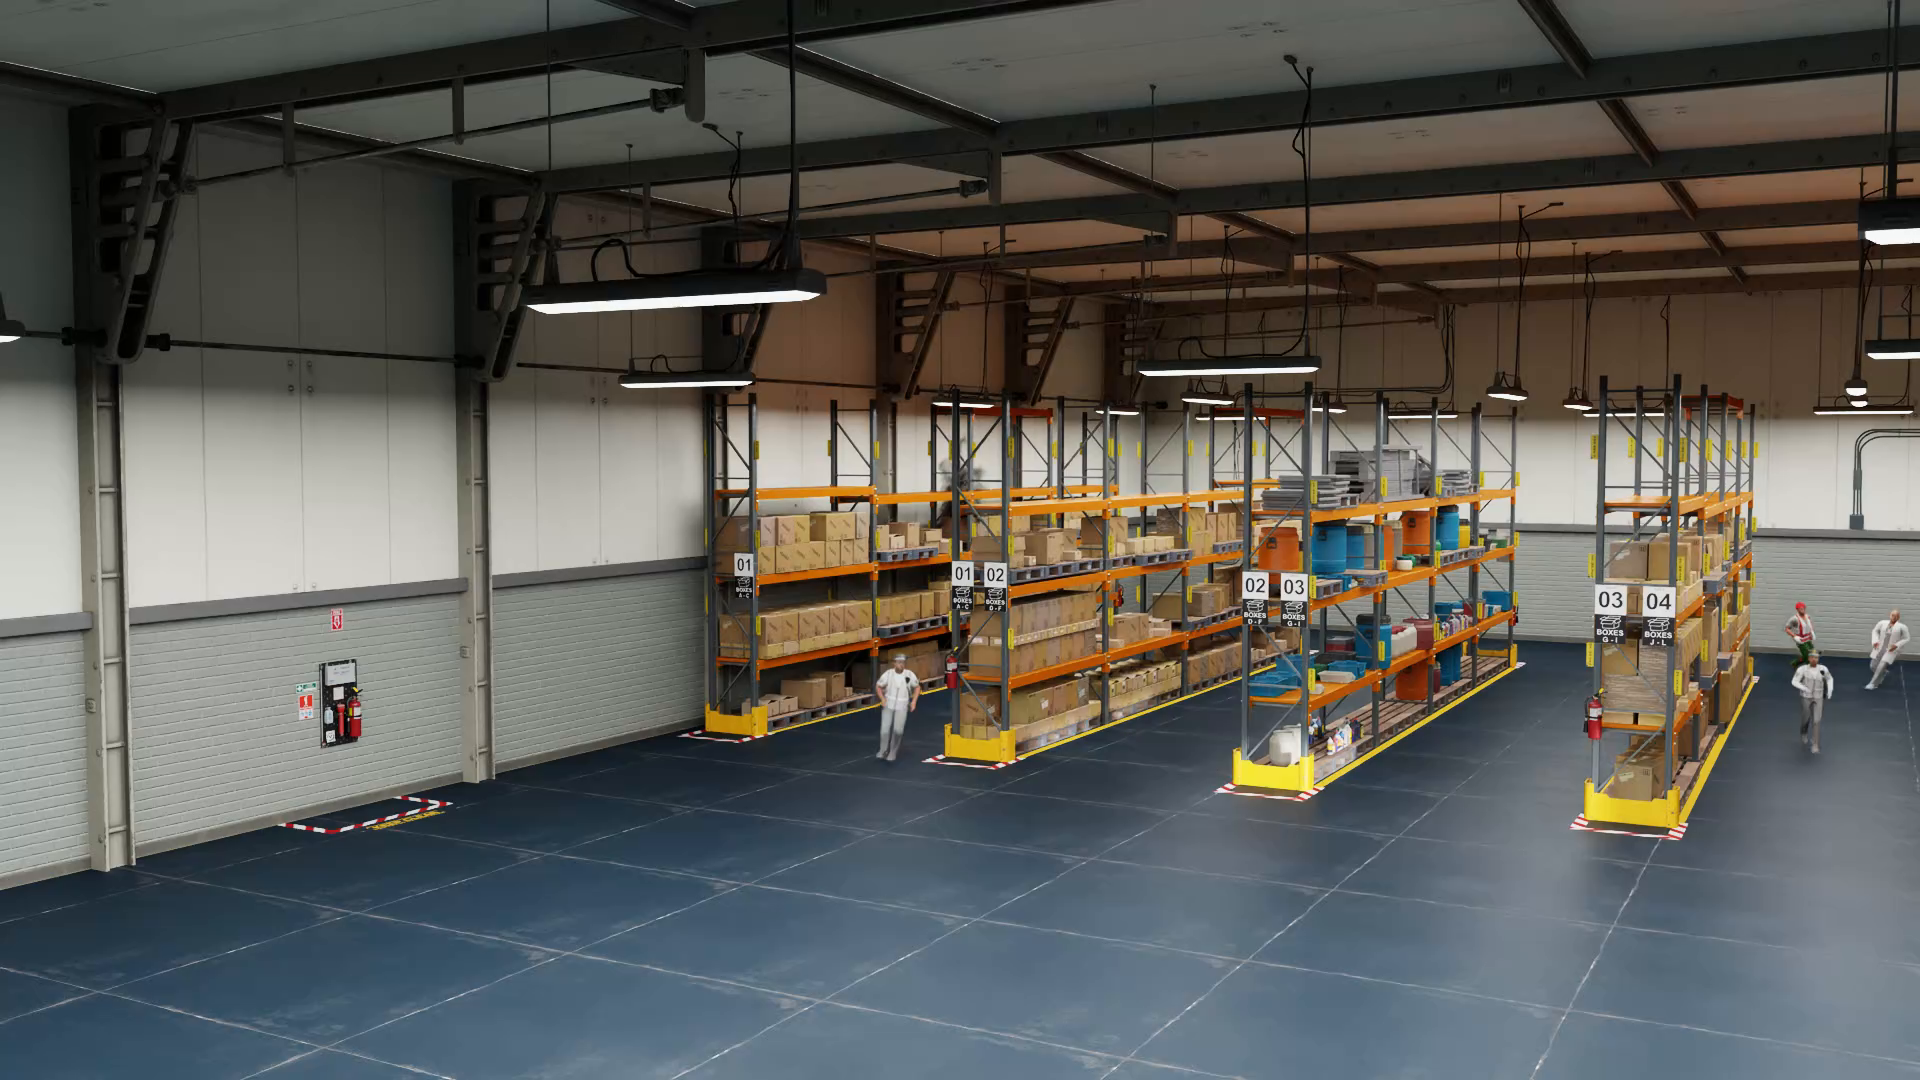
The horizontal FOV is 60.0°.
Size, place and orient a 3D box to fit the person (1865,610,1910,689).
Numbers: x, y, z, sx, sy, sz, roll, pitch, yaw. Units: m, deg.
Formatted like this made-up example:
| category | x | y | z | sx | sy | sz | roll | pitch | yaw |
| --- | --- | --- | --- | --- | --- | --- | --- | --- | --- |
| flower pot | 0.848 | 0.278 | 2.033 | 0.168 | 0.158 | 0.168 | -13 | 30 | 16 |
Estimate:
| category | x | y | z | sx | sy | sz | roll | pitch | yaw |
| --- | --- | --- | --- | --- | --- | --- | --- | --- | --- |
| person | 19.384 | 2.288 | 34.669 | 0.671 | 1.676 | 0.763 | -3 | 4 | -42 |

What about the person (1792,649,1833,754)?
| category | x | y | z | sx | sy | sz | roll | pitch | yaw |
| --- | --- | --- | --- | --- | --- | --- | --- | --- | --- |
| person | 14.233 | 2.659 | 27.765 | 0.638 | 1.715 | 0.818 | 1 | 3 | 21 |

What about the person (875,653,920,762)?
| category | x | y | z | sx | sy | sz | roll | pitch | yaw |
| --- | --- | --- | --- | --- | --- | --- | --- | --- | --- |
| person | -1.014 | 2.699 | 26.795 | 0.722 | 1.765 | 0.636 | 0 | 3 | 2 |

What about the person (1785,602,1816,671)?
| category | x | y | z | sx | sy | sz | roll | pitch | yaw |
| --- | --- | --- | --- | --- | --- | --- | --- | --- | --- |
| person | 18.336 | 2.191 | 36.308 | 0.709 | 1.698 | 0.814 | -1 | 3 | -22 |
